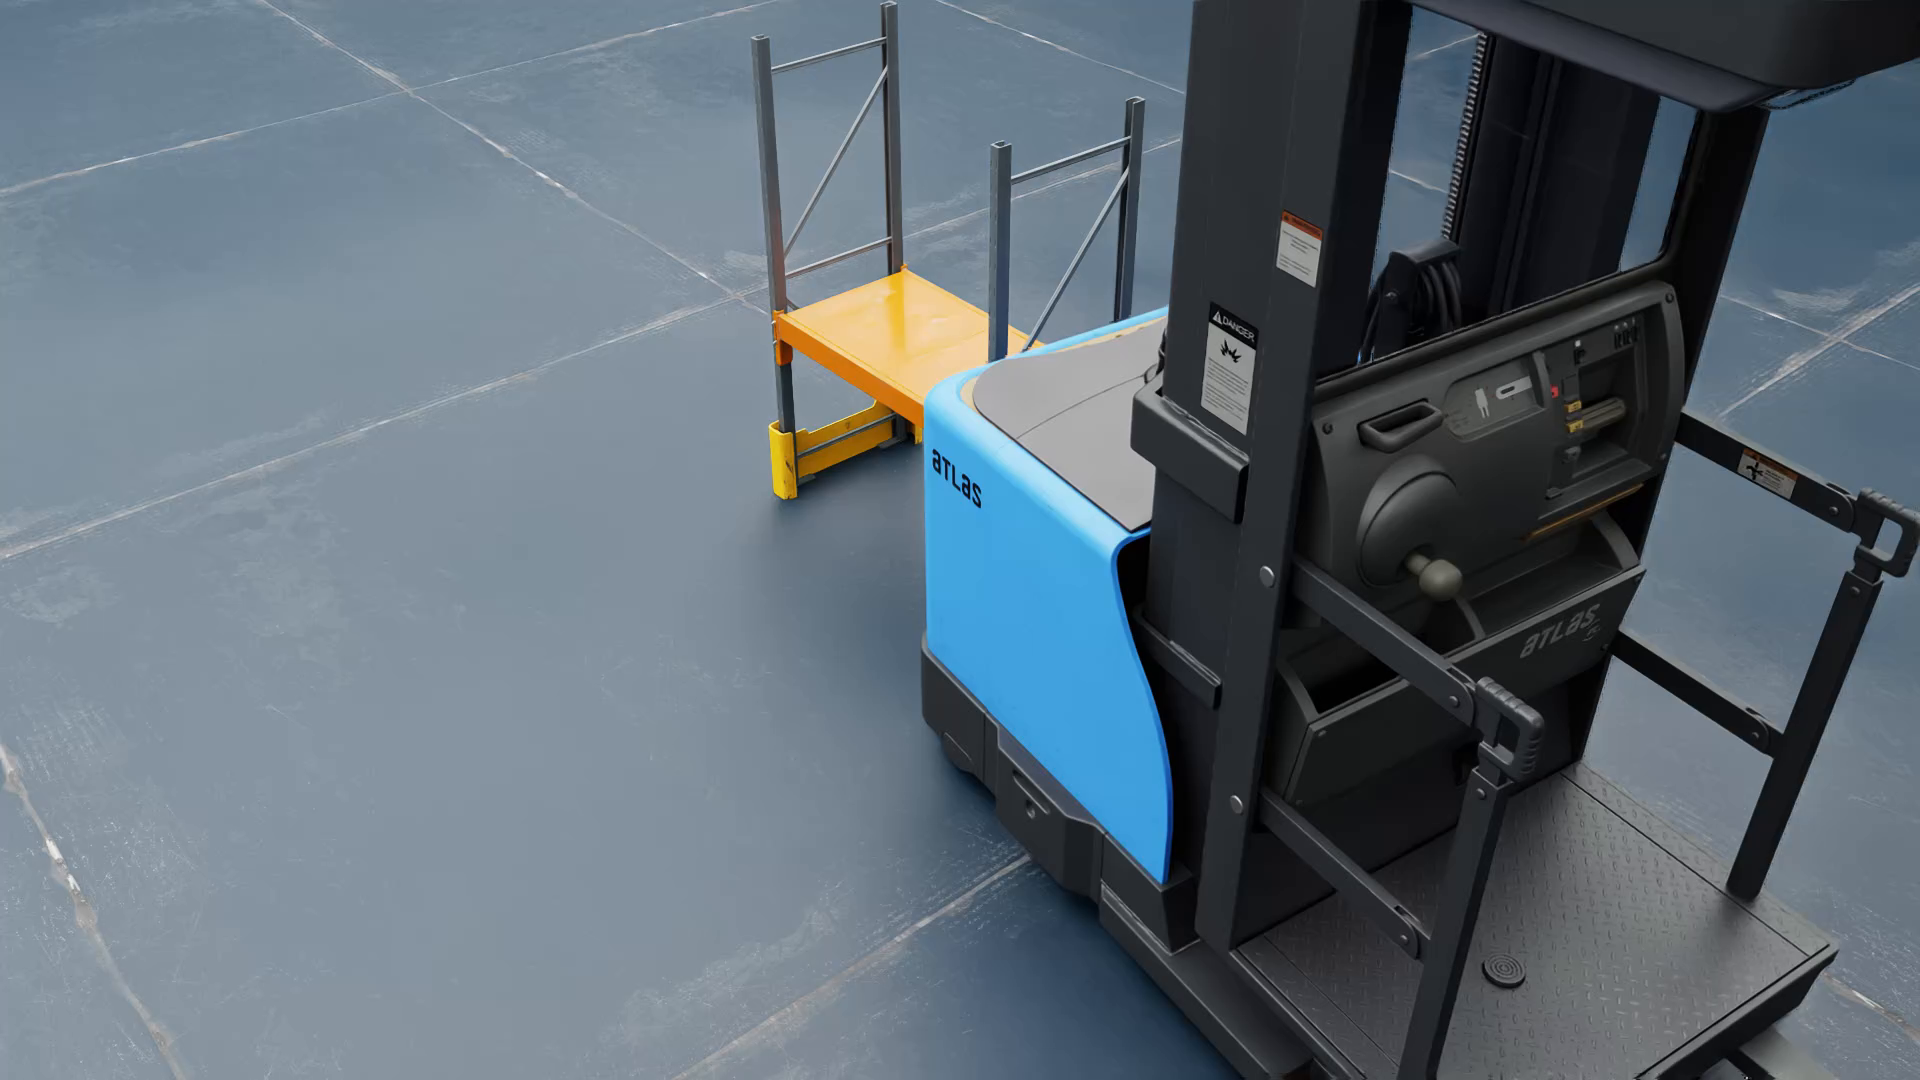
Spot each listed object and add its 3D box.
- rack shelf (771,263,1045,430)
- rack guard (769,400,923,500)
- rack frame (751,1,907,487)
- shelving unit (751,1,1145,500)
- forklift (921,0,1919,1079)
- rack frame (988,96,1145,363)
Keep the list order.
[{"bbox_3d":[-0.055,-0.503,4.974,0.538,0.185,1.000,-26,43,-32],"label":"rack shelf"},{"bbox_3d":[-0.371,-0.356,5.536,0.587,0.250,0.087,-26,43,-32],"label":"rack guard"},{"bbox_3d":[-0.383,-0.874,5.187,0.500,1.500,0.032,-26,43,-32],"label":"rack frame"},{"bbox_3d":[-0.049,-0.646,4.864,0.587,1.500,1.083,-26,43,-32],"label":"shelving unit"},{"bbox_3d":[1.117,-0.125,2.890,1.130,2.935,3.031,-20,40,-26],"label":"forklift"},{"bbox_3d":[0.273,-0.425,4.553,0.500,1.500,0.032,-26,43,-32],"label":"rack frame"}]
